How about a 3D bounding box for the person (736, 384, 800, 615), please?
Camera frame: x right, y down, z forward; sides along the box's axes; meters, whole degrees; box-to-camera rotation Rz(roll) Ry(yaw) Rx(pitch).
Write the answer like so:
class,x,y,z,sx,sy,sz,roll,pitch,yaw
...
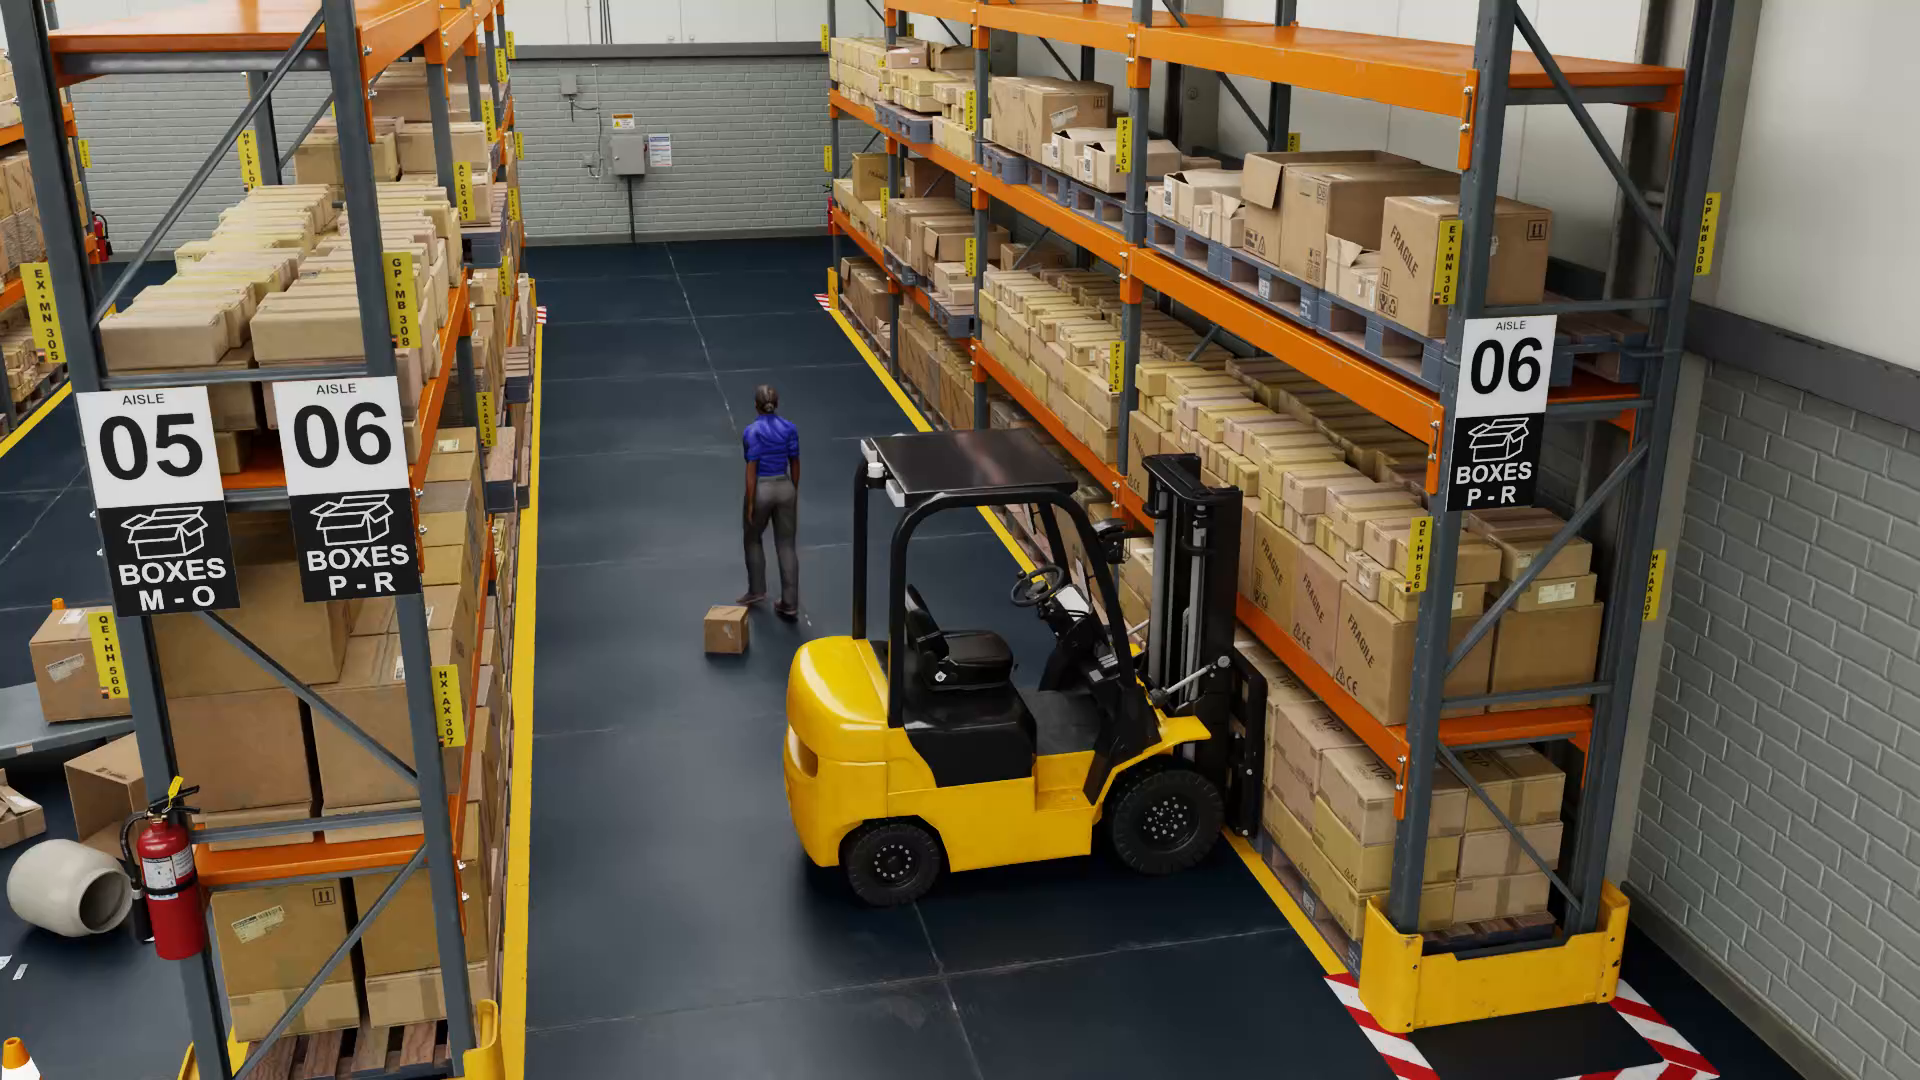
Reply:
class,x,y,z,sx,sy,sz,roll,pitch,yaw
person,-1.332,-0.265,11.868,0.476,1.694,0.611,-10,22,-26
